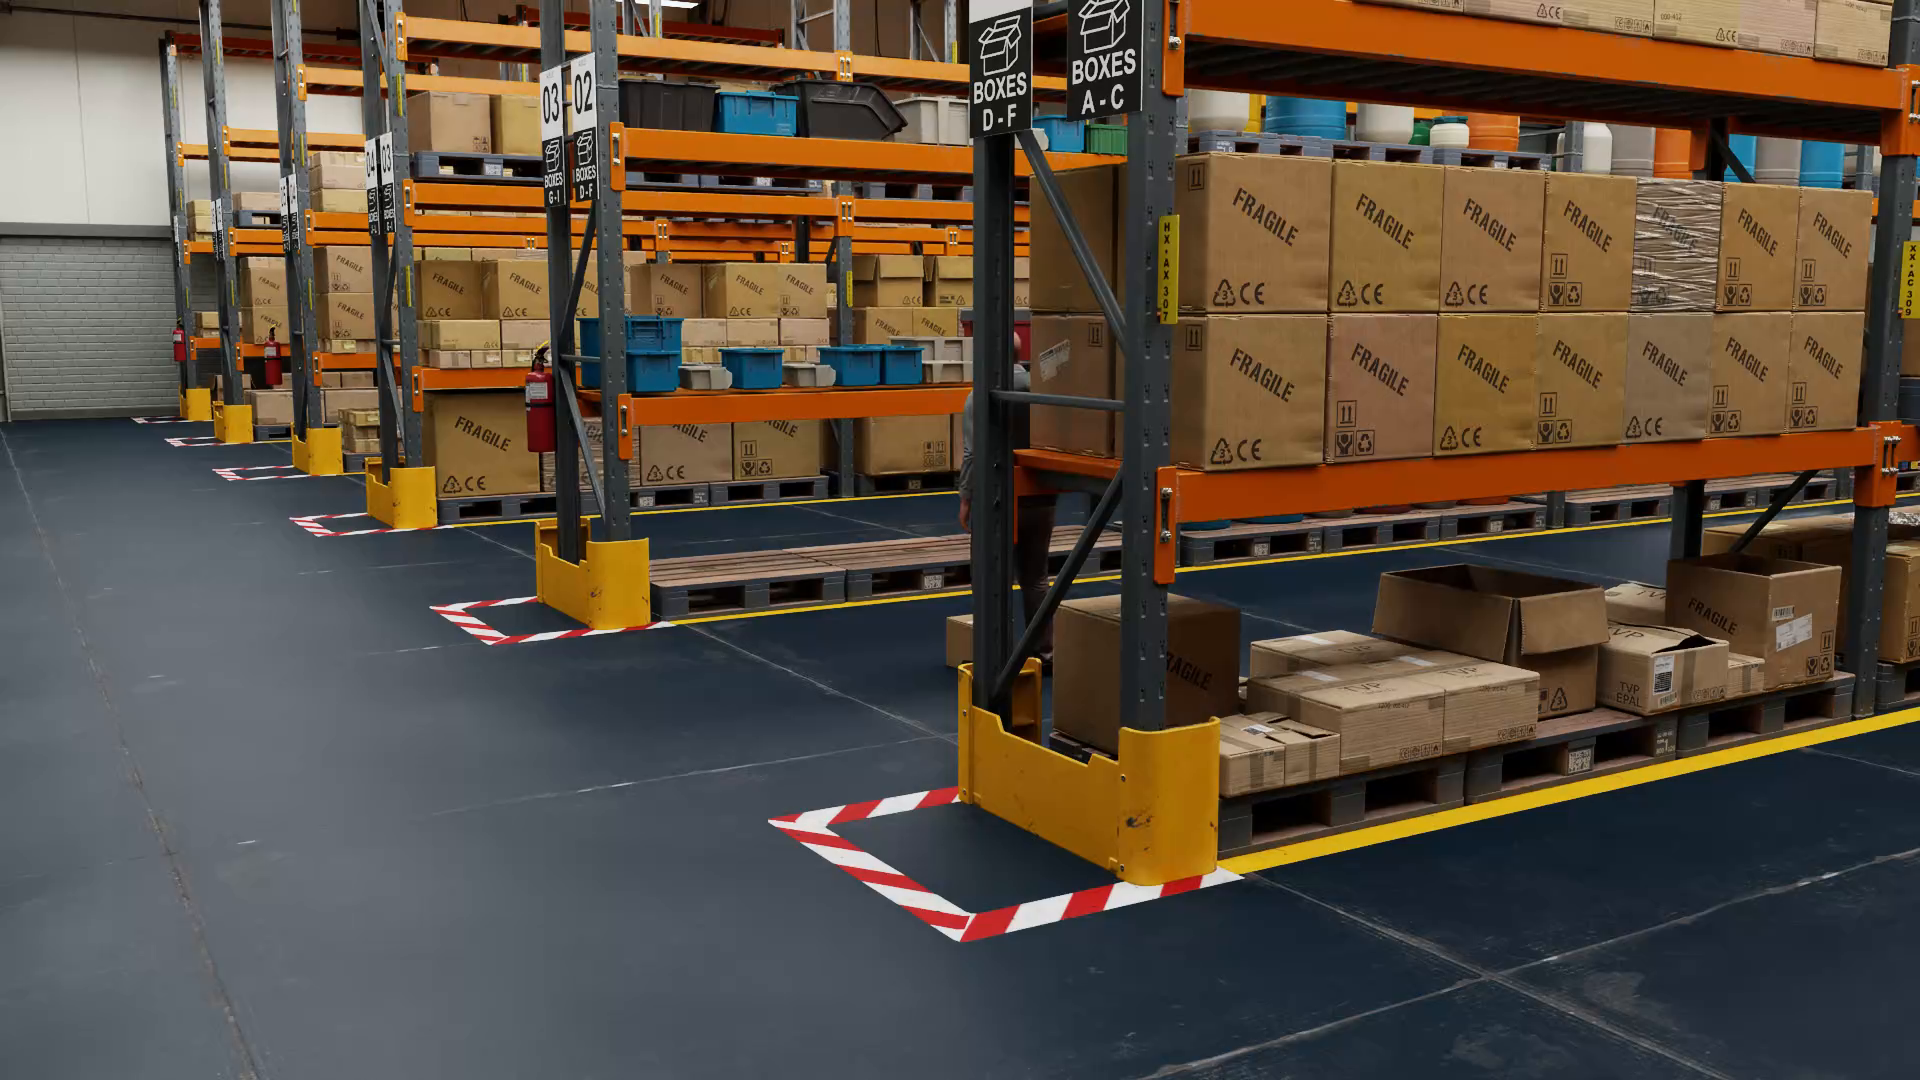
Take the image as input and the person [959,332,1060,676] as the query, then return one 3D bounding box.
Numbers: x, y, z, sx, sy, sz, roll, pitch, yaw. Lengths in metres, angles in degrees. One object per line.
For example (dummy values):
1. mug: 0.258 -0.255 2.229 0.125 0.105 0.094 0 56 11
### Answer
1. person: 0.249 -0.174 8.138 0.580 1.720 0.465 -5 9 -31
